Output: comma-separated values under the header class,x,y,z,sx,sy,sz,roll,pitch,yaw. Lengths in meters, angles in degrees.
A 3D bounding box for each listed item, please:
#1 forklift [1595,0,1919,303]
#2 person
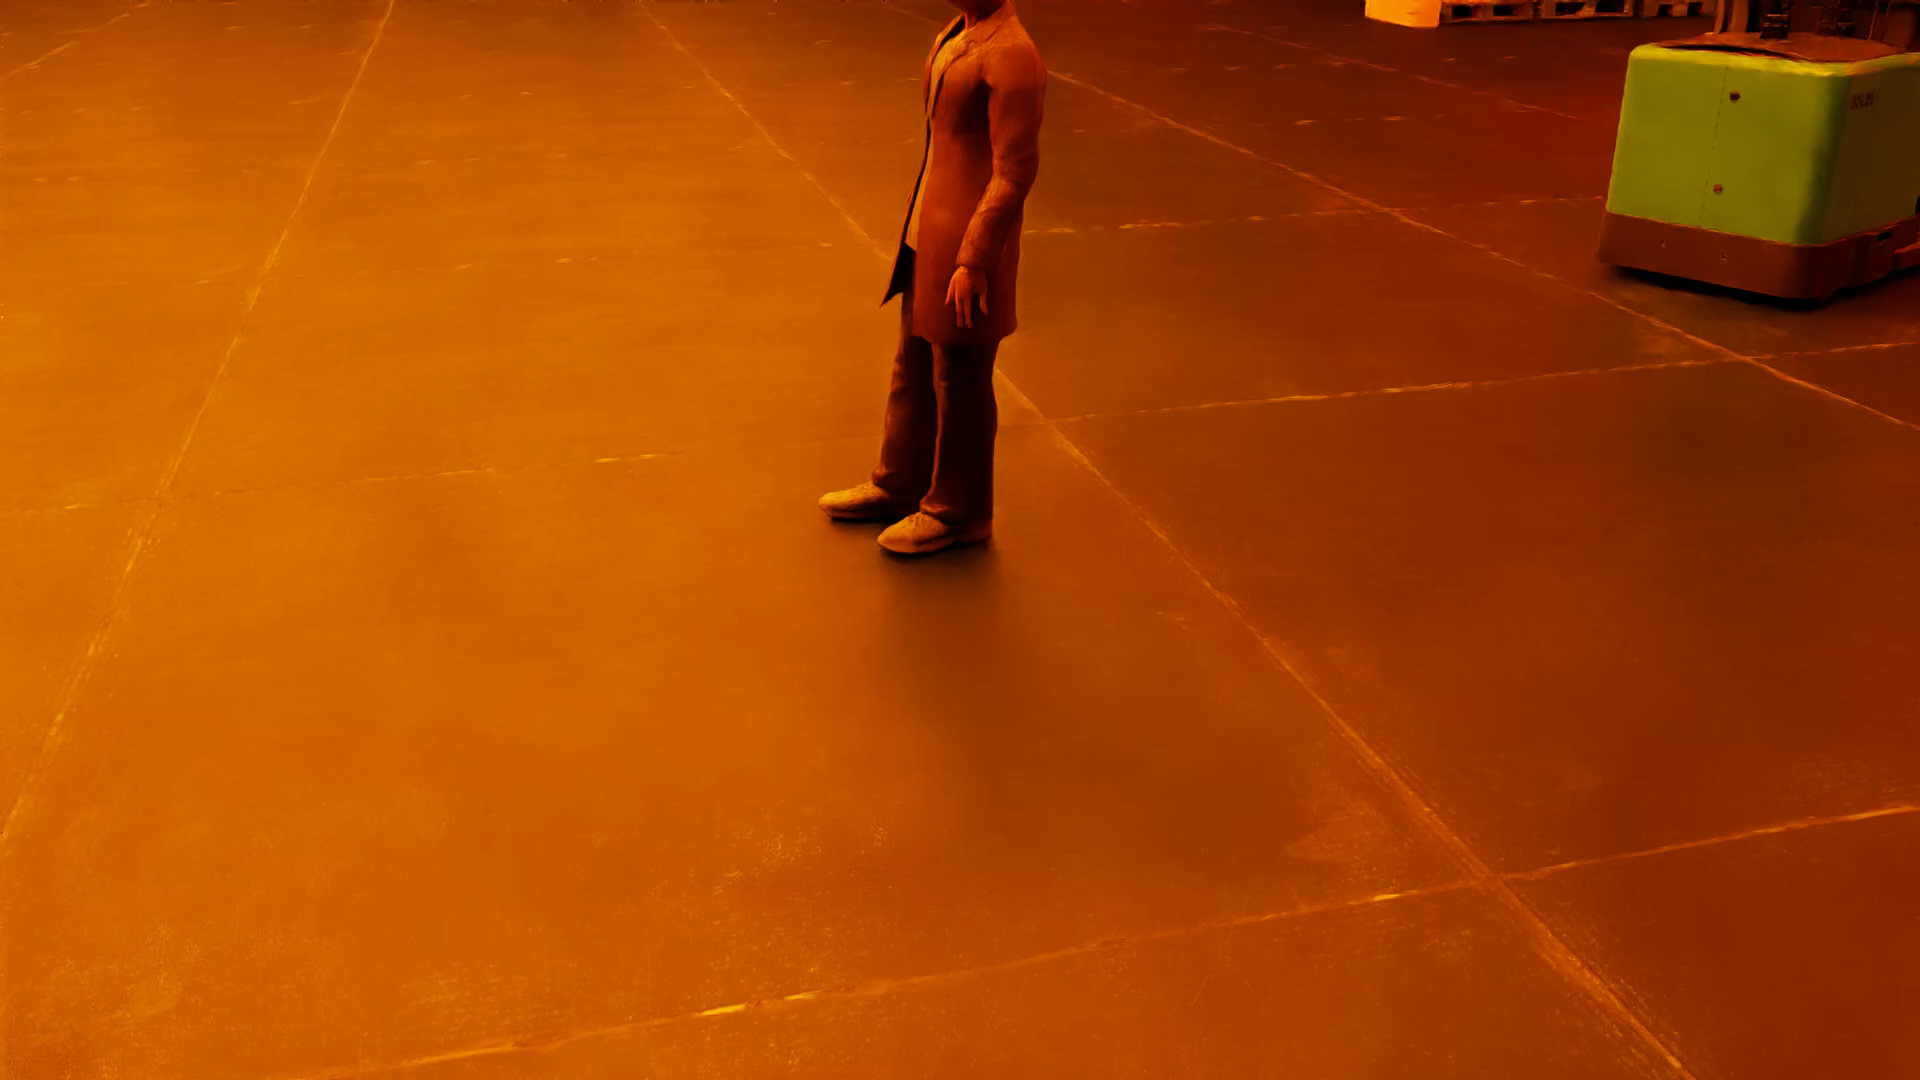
class,x,y,z,sx,sy,sz,roll,pitch,yaw
forklift,4.545,-2.872,8.056,3.031,2.935,1.130,-18,29,-36
person,-0.089,-0.817,4.684,0.580,1.776,0.694,-6,24,-14
